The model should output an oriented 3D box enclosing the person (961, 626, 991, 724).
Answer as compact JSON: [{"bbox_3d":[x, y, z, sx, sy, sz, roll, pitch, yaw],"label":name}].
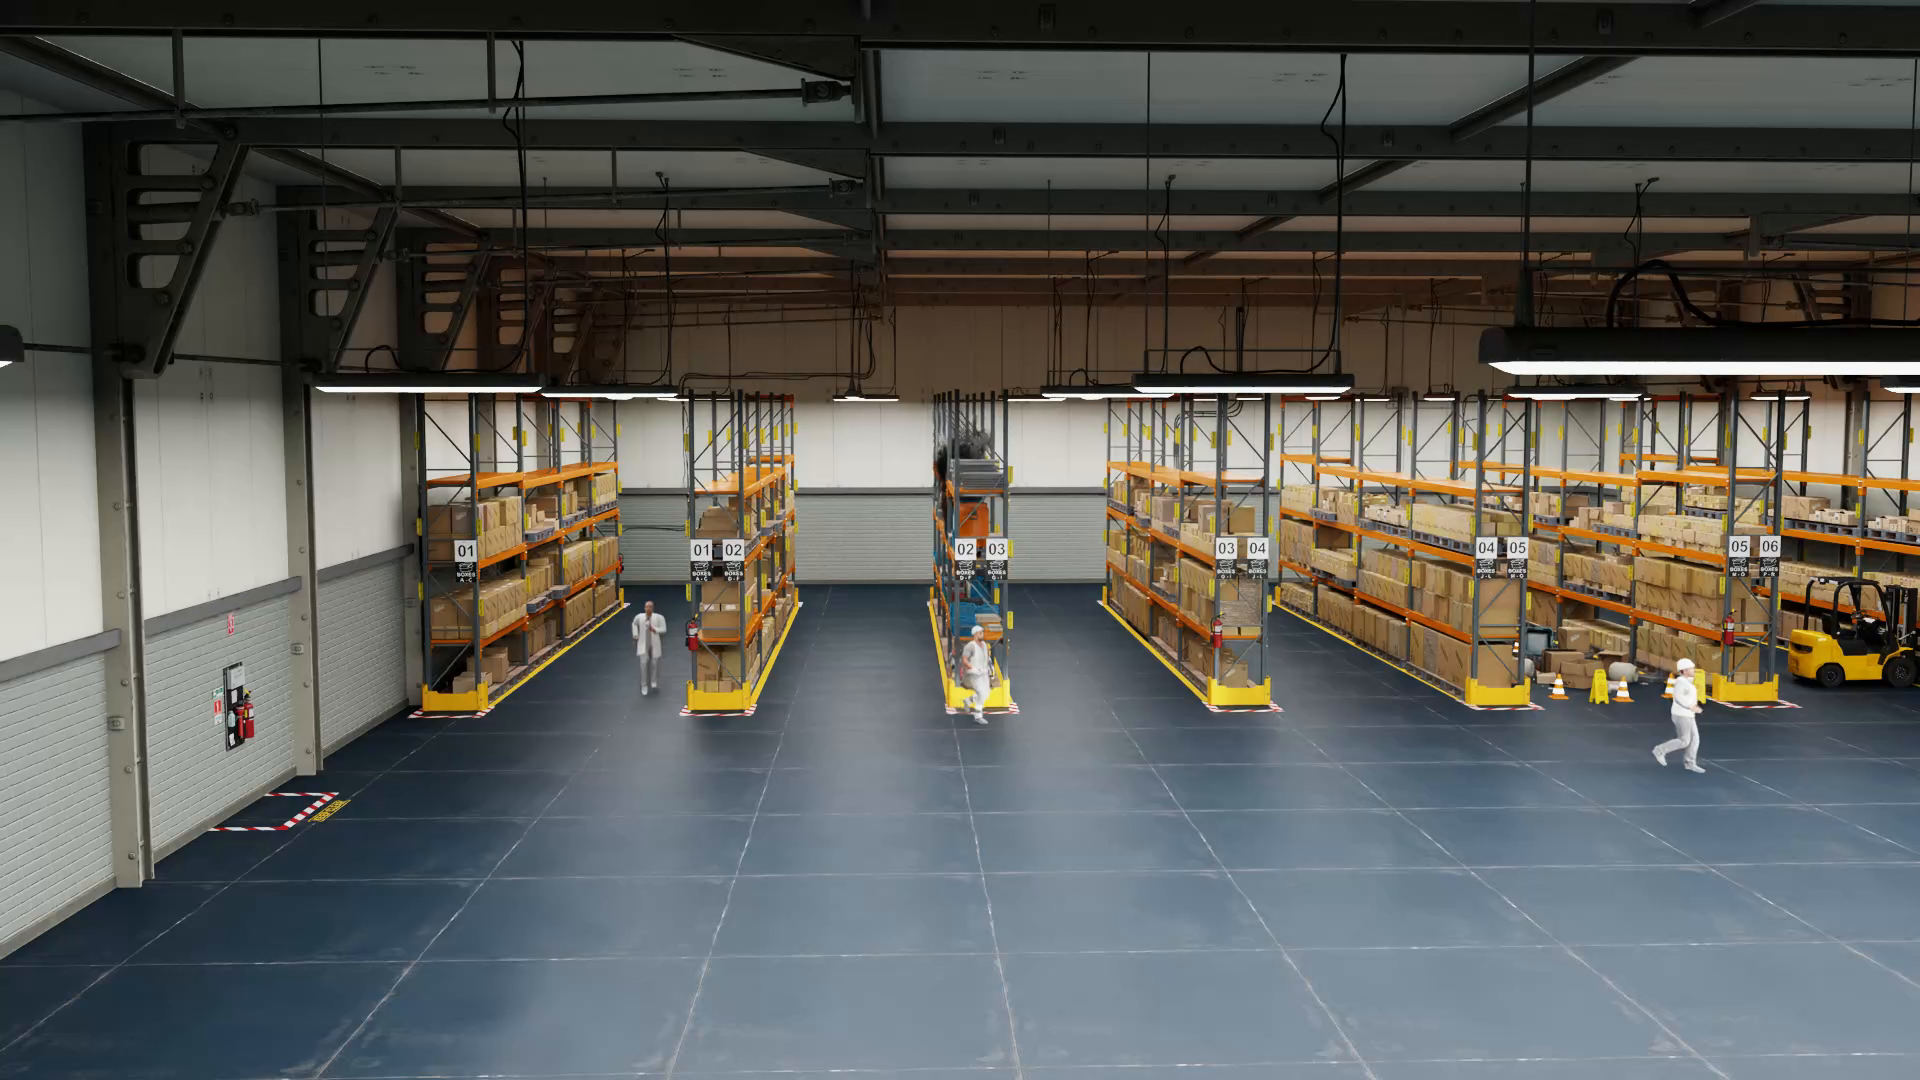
[{"bbox_3d":[0.279,2.415,30.047,0.620,1.747,0.693,4,6,38],"label":"person"}]

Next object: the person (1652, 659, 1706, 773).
[{"bbox_3d":[11.280,2.732,26.006,0.762,1.774,0.684,3,5,32],"label":"person"}]

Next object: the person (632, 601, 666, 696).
[{"bbox_3d":[-6.177,2.127,33.080,0.677,1.836,0.908,-1,5,-9],"label":"person"}]

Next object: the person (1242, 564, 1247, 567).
[{"bbox_3d":[7.918,1.000,47.965,0.754,1.663,0.625,3,6,36],"label":"person"}]
